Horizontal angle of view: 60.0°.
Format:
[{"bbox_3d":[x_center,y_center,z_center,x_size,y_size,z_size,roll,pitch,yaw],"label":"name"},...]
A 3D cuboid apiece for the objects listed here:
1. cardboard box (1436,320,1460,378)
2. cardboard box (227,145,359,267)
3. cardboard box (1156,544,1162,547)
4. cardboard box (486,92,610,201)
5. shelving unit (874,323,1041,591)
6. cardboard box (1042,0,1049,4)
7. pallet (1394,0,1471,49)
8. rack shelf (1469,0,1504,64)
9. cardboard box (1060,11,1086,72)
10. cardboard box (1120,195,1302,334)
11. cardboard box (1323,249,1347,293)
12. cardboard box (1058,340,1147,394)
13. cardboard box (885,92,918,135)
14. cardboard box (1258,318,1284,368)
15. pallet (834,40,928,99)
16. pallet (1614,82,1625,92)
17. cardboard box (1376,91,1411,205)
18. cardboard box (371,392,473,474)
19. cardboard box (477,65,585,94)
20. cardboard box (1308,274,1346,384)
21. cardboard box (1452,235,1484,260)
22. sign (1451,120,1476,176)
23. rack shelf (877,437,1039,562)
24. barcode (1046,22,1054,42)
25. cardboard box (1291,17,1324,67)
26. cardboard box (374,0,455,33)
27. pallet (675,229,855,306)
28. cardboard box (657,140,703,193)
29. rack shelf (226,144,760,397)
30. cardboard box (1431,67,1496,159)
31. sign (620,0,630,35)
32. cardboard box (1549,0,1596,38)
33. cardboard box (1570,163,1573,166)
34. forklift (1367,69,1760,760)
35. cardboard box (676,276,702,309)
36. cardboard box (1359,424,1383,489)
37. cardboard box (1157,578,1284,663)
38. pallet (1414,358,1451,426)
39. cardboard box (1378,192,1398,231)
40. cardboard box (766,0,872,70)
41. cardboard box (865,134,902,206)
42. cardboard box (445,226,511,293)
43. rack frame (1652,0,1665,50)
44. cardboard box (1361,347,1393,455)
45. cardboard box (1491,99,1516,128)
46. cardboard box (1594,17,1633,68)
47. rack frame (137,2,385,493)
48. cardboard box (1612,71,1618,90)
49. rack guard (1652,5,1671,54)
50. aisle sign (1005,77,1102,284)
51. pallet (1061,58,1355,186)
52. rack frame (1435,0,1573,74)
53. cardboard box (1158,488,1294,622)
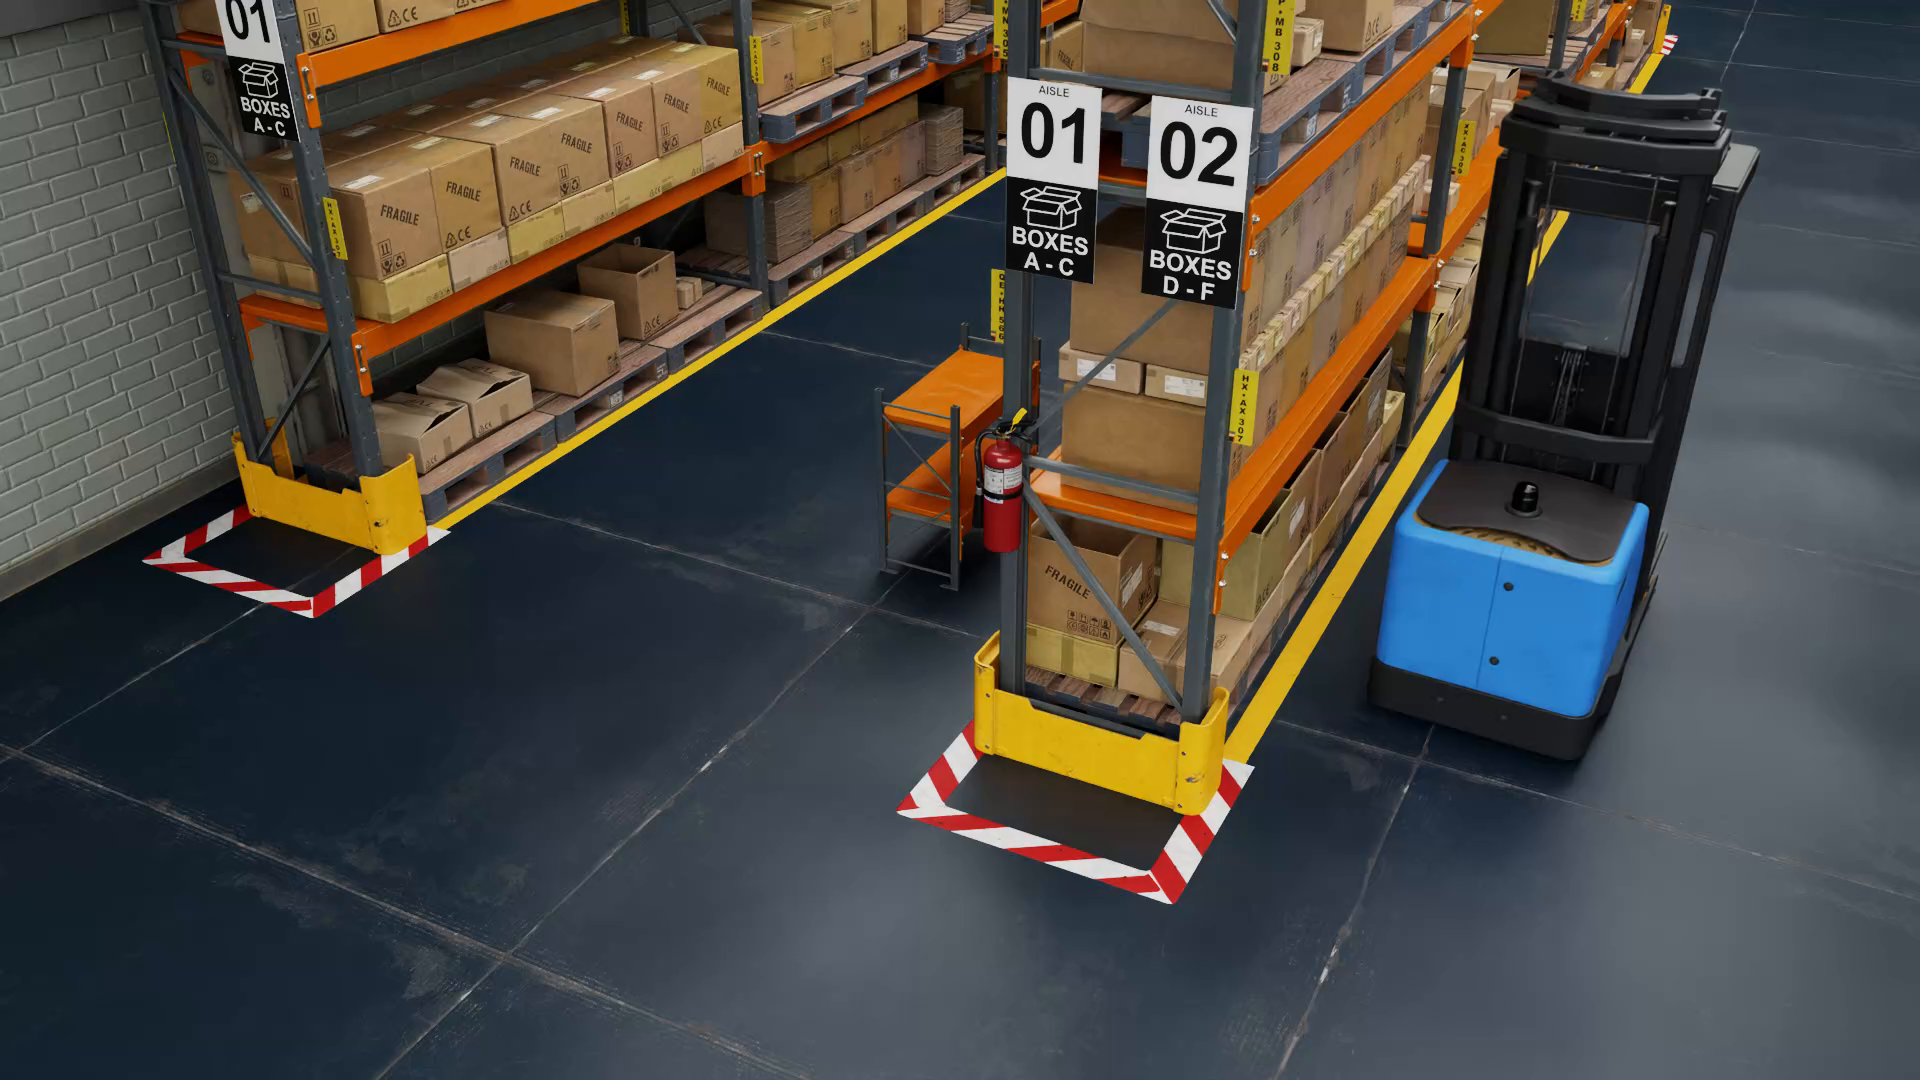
[{"bbox_3d":[3.115,-1.366,11.456,0.500,0.250,0.500,15,33,24],"label":"cardboard box"},{"bbox_3d":[-3.731,-1.902,9.428,0.500,0.500,0.500,14,33,23],"label":"cardboard box"},{"bbox_3d":[1.079,0.005,9.069,0.500,0.250,0.500,14,33,23],"label":"cardboard box"},{"bbox_3d":[-2.572,-2.465,10.407,0.500,0.500,0.500,15,33,25],"label":"cardboard box"},{"bbox_3d":[0.003,-0.491,9.475,0.538,1.125,1.048,14,33,23],"label":"shelving unit"},{"bbox_3d":[0.678,-5.381,16.340,0.380,0.149,0.250,15,33,24],"label":"cardboard box"},{"bbox_3d":[2.112,-2.906,8.875,1.003,0.211,1.213,14,33,23],"label":"pallet"},{"bbox_3d":[3.388,-3.903,11.245,1.077,0.370,4.000,14,33,23],"label":"rack shelf"},{"bbox_3d":[1.127,-5.234,17.589,0.750,0.750,0.750,15,33,25],"label":"cardboard box"},{"bbox_3d":[1.138,-1.322,7.637,0.700,0.500,0.500,13,32,22],"label":"cardboard box"},{"bbox_3d":[1.726,-1.385,8.398,0.380,0.149,0.250,15,33,24],"label":"cardboard box"},{"bbox_3d":[0.659,-0.791,7.364,0.380,0.149,0.250,14,33,22],"label":"cardboard box"},{"bbox_3d":[-0.709,-3.785,14.645,0.500,0.250,0.500,15,33,24],"label":"cardboard box"},{"bbox_3d":[1.258,-0.932,7.609,0.380,0.149,0.250,14,33,23],"label":"cardboard box"},{"bbox_3d":[-0.978,-3.953,13.814,1.003,0.211,1.213,14,33,23],"label":"pallet"},{"bbox_3d":[6.435,-4.669,17.669,1.003,0.211,1.213,14,33,23],"label":"pallet"},{"bbox_3d":[2.052,-2.211,9.185,0.700,0.500,0.500,14,33,23],"label":"cardboard box"},{"bbox_3d":[-3.361,-0.687,10.193,0.500,0.311,0.500,11,32,18],"label":"cardboard box"},{"bbox_3d":[-2.805,-2.809,11.007,0.500,0.500,0.500,15,33,25],"label":"cardboard box"},{"bbox_3d":[1.582,-1.189,8.707,0.700,0.500,0.500,15,33,25],"label":"cardboard box"},{"bbox_3d":[3.586,-2.069,12.117,0.500,0.311,0.500,15,33,25],"label":"cardboard box"},{"bbox_3d":[2.972,-2.312,9.815,0.100,0.325,0.005,14,33,23],"label":"sign"},{"bbox_3d":[0.003,-0.279,9.597,0.538,0.278,1.000,14,33,23],"label":"rack shelf"},{"bbox_3d":[0.363,-2.050,6.713,0.001,0.075,0.075,14,33,23],"label":"barcode"},{"bbox_3d":[1.348,-2.170,7.195,0.380,0.149,0.250,14,33,23],"label":"cardboard box"},{"bbox_3d":[-3.105,-3.051,8.918,0.500,0.500,0.500,17,34,26],"label":"cardboard box"},{"bbox_3d":[-1.581,-2.286,13.519,1.003,0.211,1.213,14,33,23],"label":"pallet"},{"bbox_3d":[-2.115,-2.595,11.388,0.500,0.250,0.500,14,33,23],"label":"cardboard box"},{"bbox_3d":[-2.845,-1.951,10.858,1.077,0.370,4.000,14,33,23],"label":"rack shelf"},{"bbox_3d":[3.549,-3.097,12.030,0.500,0.500,0.500,12,32,21],"label":"cardboard box"},{"bbox_3d":[-2.430,-3.776,12.151,0.100,0.325,0.005,14,33,23],"label":"sign"},{"bbox_3d":[5.072,-4.693,14.388,0.700,0.500,0.500,21,36,32],"label":"cardboard box"},{"bbox_3d":[5.228,-3.499,14.899,0.500,0.500,0.500,14,33,23],"label":"cardboard box"},{"bbox_3d":[3.183,-0.941,8.446,1.130,2.935,3.031,16,33,25],"label":"forklift"},{"bbox_3d":[-2.151,-1.868,12.394,0.380,0.166,0.250,10,31,17],"label":"cardboard box"},{"bbox_3d":[2.224,-0.543,10.022,0.500,0.250,0.500,14,33,23],"label":"cardboard box"},{"bbox_3d":[1.322,0.346,8.474,0.500,0.250,0.500,14,33,23],"label":"cardboard box"},{"bbox_3d":[2.778,-1.154,11.547,1.003,0.211,1.213,14,33,23],"label":"pallet"},{"bbox_3d":[2.194,-1.840,9.191,0.380,0.149,0.250,14,33,23],"label":"cardboard box"},{"bbox_3d":[-1.139,-4.147,13.417,0.700,0.500,0.500,19,35,30],"label":"cardboard box"},{"bbox_3d":[-0.933,-3.270,14.500,0.700,0.500,0.500,14,33,23],"label":"cardboard box"},{"bbox_3d":[-3.028,-1.698,9.825,0.500,0.250,0.500,13,32,22],"label":"cardboard box"},{"bbox_3d":[7.944,-7.347,19.532,1.000,3.000,0.127,14,33,23],"label":"rack frame"},{"bbox_3d":[2.222,-0.868,9.836,0.500,0.500,0.500,14,33,23],"label":"cardboard box"},{"bbox_3d":[4.136,-3.230,12.615,0.380,0.149,0.250,14,33,23],"label":"cardboard box"},{"bbox_3d":[6.973,-5.516,18.409,0.797,0.503,0.637,14,33,23],"label":"cardboard box"},{"bbox_3d":[-3.757,-1.376,9.135,1.000,3.000,0.127,14,33,23],"label":"rack frame"},{"bbox_3d":[6.505,-4.736,17.243,0.500,0.311,0.500,14,33,23],"label":"cardboard box"},{"bbox_3d":[7.909,-6.230,20.096,1.175,0.500,0.348,14,33,23],"label":"rack guard"},{"bbox_3d":[0.364,-1.419,6.598,0.394,0.787,0.004,14,33,23],"label":"aisle sign"},{"bbox_3d":[1.000,-1.824,6.991,1.003,0.211,1.213,14,33,23],"label":"pallet"},{"bbox_3d":[4.299,-3.801,13.356,1.000,3.000,0.127,14,33,23],"label":"rack frame"},{"bbox_3d":[1.323,0.022,8.287,0.500,0.500,0.500,14,33,23],"label":"cardboard box"}]
